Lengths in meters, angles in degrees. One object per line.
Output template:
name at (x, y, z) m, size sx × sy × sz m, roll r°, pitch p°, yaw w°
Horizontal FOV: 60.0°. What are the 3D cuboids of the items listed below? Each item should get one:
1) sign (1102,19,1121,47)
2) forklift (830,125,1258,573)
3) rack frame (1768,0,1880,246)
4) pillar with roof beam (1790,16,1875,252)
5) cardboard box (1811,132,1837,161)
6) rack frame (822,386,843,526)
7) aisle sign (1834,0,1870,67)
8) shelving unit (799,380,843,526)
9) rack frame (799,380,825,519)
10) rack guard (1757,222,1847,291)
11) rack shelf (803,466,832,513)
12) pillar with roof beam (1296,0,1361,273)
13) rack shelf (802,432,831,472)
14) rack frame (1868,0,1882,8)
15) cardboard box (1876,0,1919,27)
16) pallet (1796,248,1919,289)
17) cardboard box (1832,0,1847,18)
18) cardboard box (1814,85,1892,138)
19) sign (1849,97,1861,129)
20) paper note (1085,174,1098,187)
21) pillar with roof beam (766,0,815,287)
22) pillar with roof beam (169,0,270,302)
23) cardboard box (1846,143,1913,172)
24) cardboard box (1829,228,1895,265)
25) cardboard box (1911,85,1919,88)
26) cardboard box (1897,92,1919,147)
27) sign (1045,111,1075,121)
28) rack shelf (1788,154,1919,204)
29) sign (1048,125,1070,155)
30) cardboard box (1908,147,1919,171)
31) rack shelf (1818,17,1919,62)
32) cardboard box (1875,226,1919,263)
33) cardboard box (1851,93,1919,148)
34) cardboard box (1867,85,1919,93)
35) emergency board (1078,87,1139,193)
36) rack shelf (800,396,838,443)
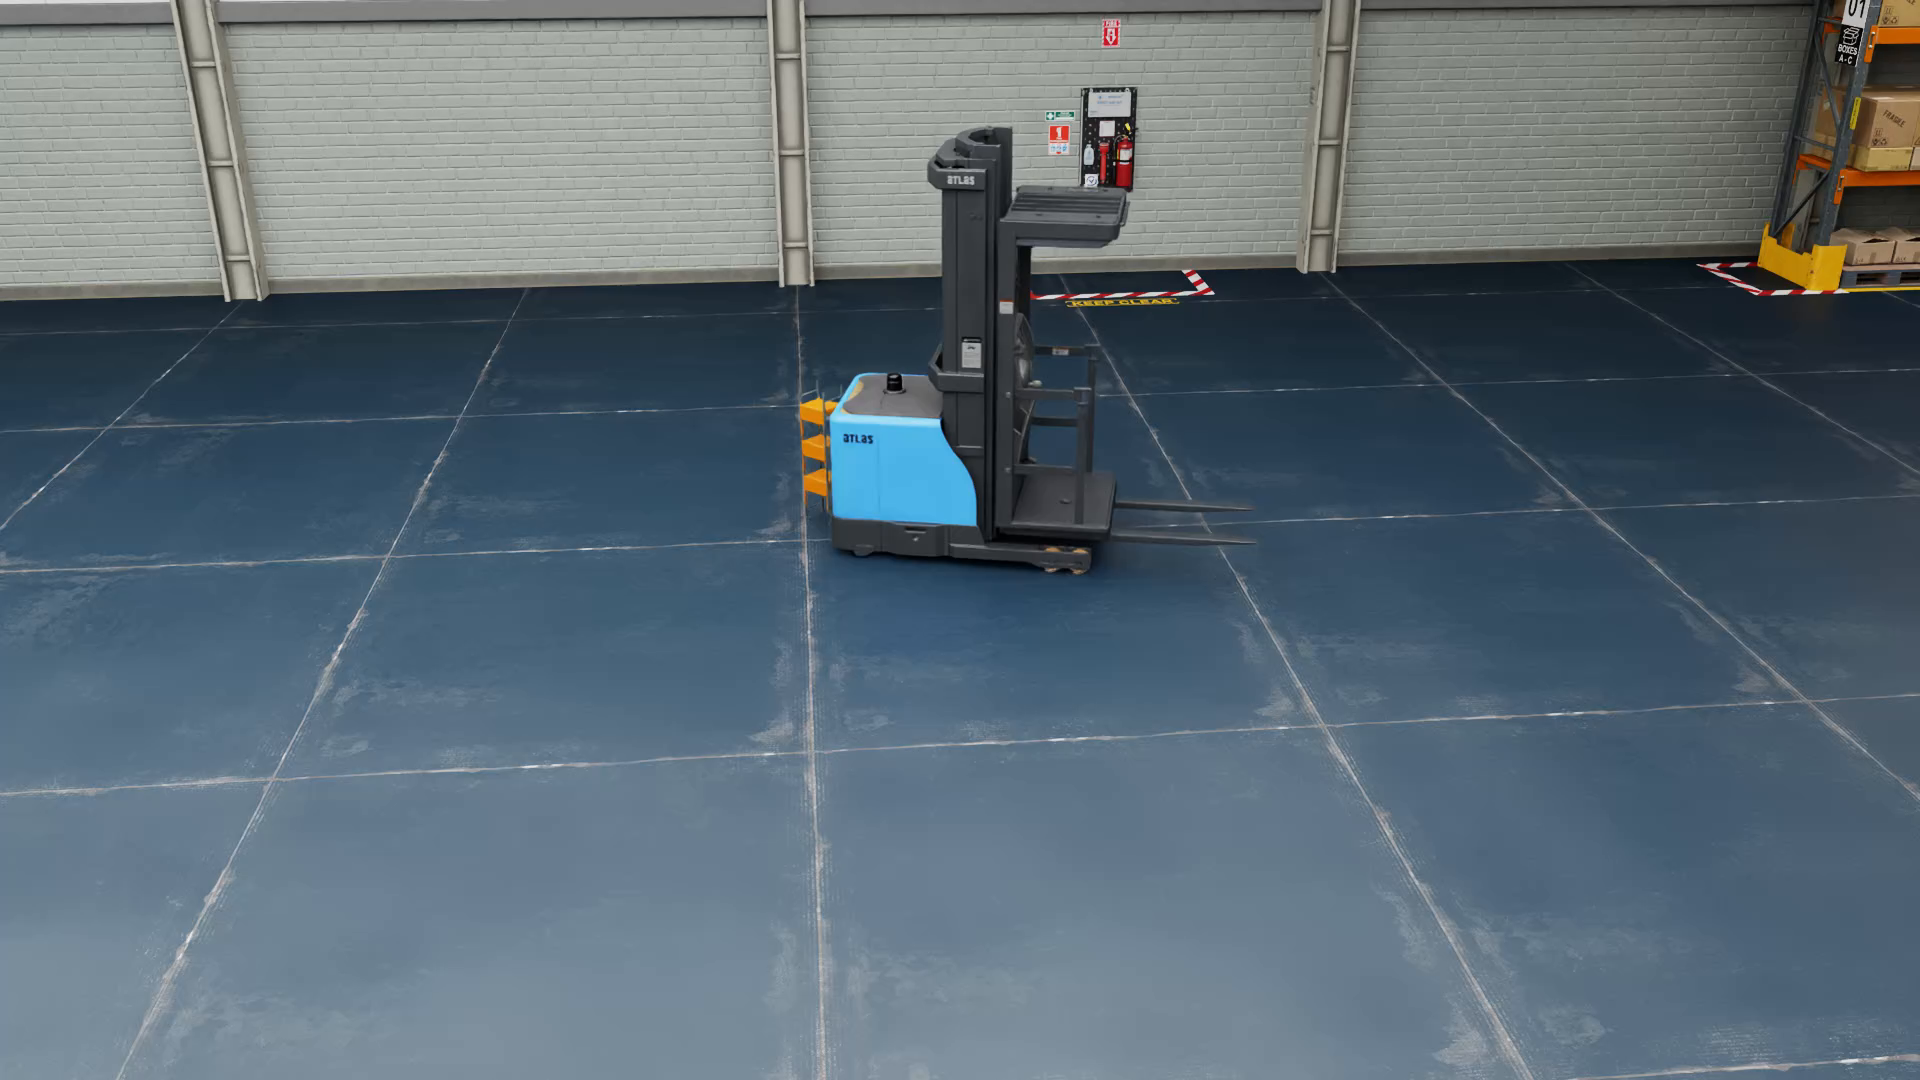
sign at (1.649, -5.529, 18.143) m, size 0.199 × 0.298 × 0.001 m, roll -2°, pitch 24°, yaw -5°
forklift at (0.635, -1.336, 11.647) m, size 3.031 × 2.935 × 1.130 m, roll 3°, pitch 24°, yaw 7°
rack frame at (9.489, -4.375, 18.400) m, size 0.127 × 3.000 × 1.000 m, roll -2°, pitch 24°, yaw -5°
pillar with roof beam at (10.524, -5.754, 14.116) m, size 0.400 × 9.000 × 9.100 m, roll -2°, pitch 24°, yaw -5°
cardboard box at (9.935, -4.413, 18.645) m, size 0.500 × 0.250 × 0.500 m, roll -2°, pitch 24°, yaw -4°
rack frame at (-0.925, -0.615, 12.331) m, size 0.008 × 1.050 × 0.200 m, roll 18°, pitch 30°, yaw 36°
aisle sign at (9.447, -5.439, 17.593) m, size 0.004 × 0.787 × 0.394 m, roll -2°, pitch 24°, yaw -5°
shelving unit at (-1.018, -0.645, 12.404) m, size 0.252 × 1.050 × 0.215 m, roll 18°, pitch 30°, yaw 36°
rack frame at (-1.112, -0.675, 12.476) m, size 0.008 × 1.050 × 0.200 m, roll 18°, pitch 30°, yaw 36°
rack guard at (9.565, -3.236, 18.915) m, size 0.348 × 0.500 × 1.175 m, roll -2°, pitch 24°, yaw -5°
rack shelf at (-1.015, -0.380, 12.518) m, size 0.240 × 0.259 × 0.215 m, roll 18°, pitch 30°, yaw 36°
pillar with roof beam at (4.553, -5.515, 13.577) m, size 0.400 × 9.000 × 9.100 m, roll -2°, pitch 24°, yaw -5°
rack shelf at (-1.018, -0.635, 12.408) m, size 0.240 × 0.259 × 0.215 m, roll 18°, pitch 30°, yaw 36°
rack frame at (9.489, -7.117, 17.182) m, size 0.127 × 3.000 × 1.000 m, roll -2°, pitch 24°, yaw -5°
cardboard box at (9.846, -5.713, 17.569) m, size 0.500 × 0.500 × 0.500 m, roll -2°, pitch 24°, yaw -4°
pallet at (10.376, -3.122, 19.014) m, size 1.213 × 0.211 × 1.003 m, roll -2°, pitch 24°, yaw -5°
cardboard box at (9.879, -5.920, 18.034) m, size 0.500 × 0.500 × 0.500 m, roll -1°, pitch 24°, yaw -1°
cardboard box at (9.937, -4.763, 18.510) m, size 0.500 × 0.500 × 0.500 m, roll -3°, pitch 24°, yaw -6°
sign at (9.542, -4.551, 17.731) m, size 0.005 × 0.325 × 0.100 m, roll -2°, pitch 24°, yaw -5°
paper note at (1.484, -4.048, 18.749) m, size 0.142 × 0.148 × 0.016 m, roll -2°, pitch 24°, yaw -5°
pillar with roof beam at (-1.418, -5.275, 13.039) m, size 0.400 × 9.000 × 9.100 m, roll -2°, pitch 24°, yaw -5°
pillar with roof beam at (-7.389, -5.035, 12.500) m, size 0.400 × 9.000 × 9.100 m, roll -2°, pitch 24°, yaw -5°
cardboard box at (10.006, -4.207, 18.182) m, size 0.500 × 0.250 × 0.500 m, roll -3°, pitch 24°, yaw -7°
cardboard box at (10.186, -3.339, 18.837) m, size 0.500 × 0.311 × 0.500 m, roll -5°, pitch 24°, yaw -11°
cardboard box at (10.953, -4.802, 18.597) m, size 0.500 × 0.500 × 0.500 m, roll -3°, pitch 24°, yaw -7°
cardboard box at (10.486, -4.572, 18.079) m, size 0.500 × 0.500 × 0.500 m, roll -2°, pitch 24°, yaw -5°
sign at (1.112, -4.705, 18.445) m, size 0.331 × 0.109 × 0.001 m, roll -2°, pitch 24°, yaw -5°
rack shelf at (11.479, -4.126, 18.726) m, size 4.000 × 0.370 × 1.077 m, roll -2°, pitch 24°, yaw -5°
sign at (1.106, -4.466, 18.560) m, size 0.234 × 0.329 × 0.001 m, roll -2°, pitch 24°, yaw -5°
cardboard box at (10.521, -4.233, 18.241) m, size 0.500 × 0.250 × 0.500 m, roll -3°, pitch 24°, yaw -7°
rack shelf at (11.479, -5.497, 18.117) m, size 4.000 × 0.370 × 1.077 m, roll -2°, pitch 24°, yaw -5°
cardboard box at (10.754, -3.361, 18.888) m, size 0.500 × 0.311 × 0.500 m, roll 0°, pitch 24°, yaw -1°
cardboard box at (9.994, -4.556, 18.044) m, size 0.500 × 0.500 × 0.500 m, roll -2°, pitch 24°, yaw -5°
cardboard box at (10.439, -4.779, 18.546) m, size 0.500 × 0.500 × 0.500 m, roll -2°, pitch 24°, yaw -4°
emergency board at (1.667, -4.430, 18.524) m, size 0.643 × 1.169 × 0.194 m, roll -2°, pitch 24°, yaw -5°
rack shelf at (-1.021, -0.896, 12.295) m, size 0.240 × 0.259 × 0.215 m, roll 18°, pitch 30°, yaw 36°
